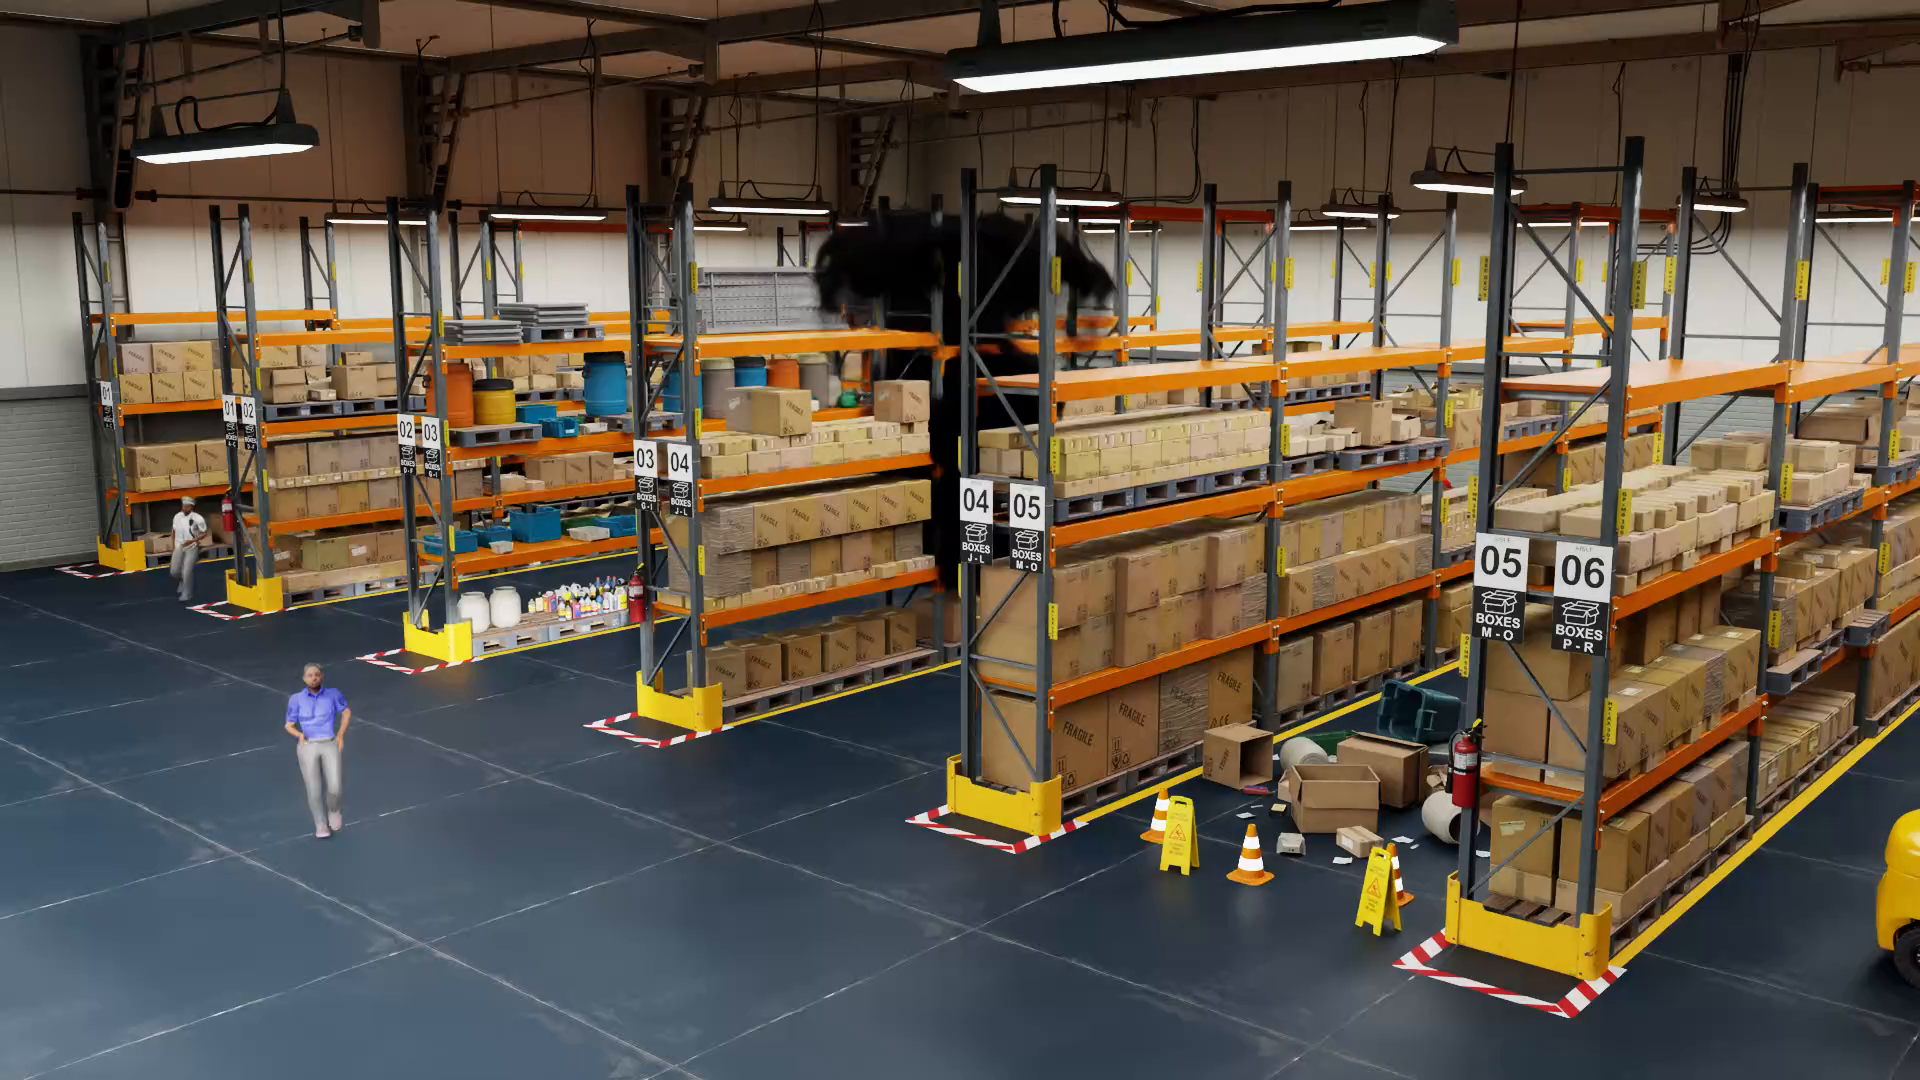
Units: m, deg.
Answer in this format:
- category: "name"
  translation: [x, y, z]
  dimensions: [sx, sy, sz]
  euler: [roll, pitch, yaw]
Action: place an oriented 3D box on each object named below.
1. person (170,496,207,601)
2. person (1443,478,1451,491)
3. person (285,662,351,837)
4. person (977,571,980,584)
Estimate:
- category: "person"
  translation: [-11.900, 0.130, 25.655]
  dimensions: [0.579, 1.645, 0.514]
  euler: [0, 9, -1]
- category: "person"
  translation: [7.692, -0.075, 26.343]
  dimensions: [0.919, 1.837, 0.676]
  euler: [-9, 13, -43]
- category: "person"
  translation: [-5.749, 1.910, 14.948]
  dimensions: [0.565, 1.599, 0.553]
  euler: [-4, 10, -22]
- category: "person"
  translation: [0.506, -0.132, 25.446]
  dimensions: [0.599, 1.758, 0.781]
  euler: [9, 13, 44]
